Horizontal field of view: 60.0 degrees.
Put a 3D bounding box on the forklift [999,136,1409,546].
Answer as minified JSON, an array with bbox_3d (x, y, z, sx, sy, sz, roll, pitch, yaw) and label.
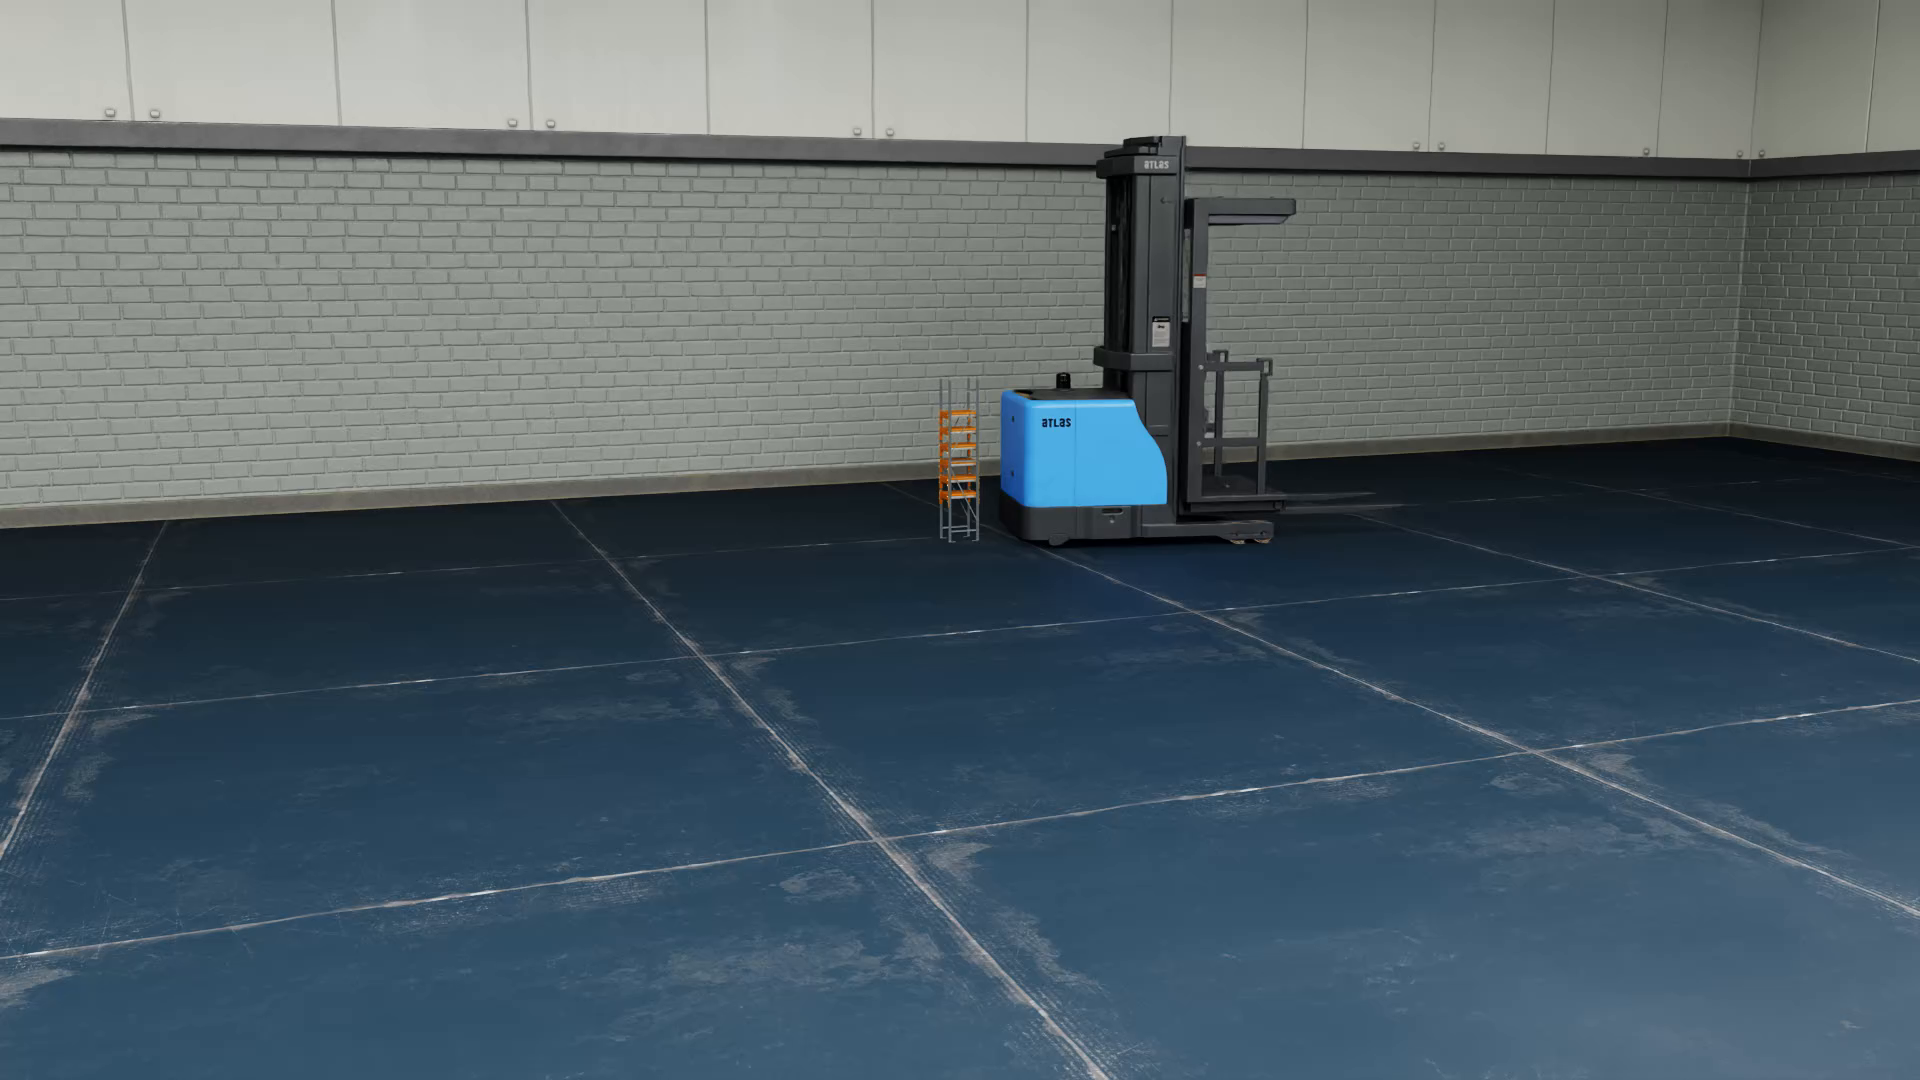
[{"bbox_3d":[1.868,-1.502,12.493,3.031,2.935,1.130,-2,10,-10],"label":"forklift"}]

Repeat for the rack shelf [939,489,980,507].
[{"bbox_3d":[-0.005,-0.313,12.378,0.258,0.103,0.180,-4,11,-21],"label":"rack shelf"}]

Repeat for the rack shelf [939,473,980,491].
[{"bbox_3d":[-0.005,-0.431,12.357,0.258,0.103,0.180,-4,11,-21],"label":"rack shelf"}]

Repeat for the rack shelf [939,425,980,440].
[{"bbox_3d":[-0.005,-0.786,12.294,0.258,0.103,0.180,-4,11,-21],"label":"rack shelf"}]

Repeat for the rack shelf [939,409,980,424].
[{"bbox_3d":[-0.005,-0.904,12.273,0.258,0.103,0.180,-4,11,-21],"label":"rack shelf"}]

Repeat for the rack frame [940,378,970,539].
[{"bbox_3d":[-0.038,-0.608,12.412,0.240,1.200,0.006,-4,11,-21],"label":"rack frame"}]

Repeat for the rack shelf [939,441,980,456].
[{"bbox_3d":[-0.005,-0.667,12.315,0.258,0.103,0.180,-4,11,-21],"label":"rack shelf"}]

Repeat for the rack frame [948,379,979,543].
[{"bbox_3d":[0.028,-0.578,12.244,0.240,1.200,0.006,-4,11,-21],"label":"rack frame"}]

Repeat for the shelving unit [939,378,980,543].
[{"bbox_3d":[-0.005,-0.593,12.328,0.258,1.200,0.189,-4,11,-21],"label":"shelving unit"}]

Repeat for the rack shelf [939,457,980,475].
[{"bbox_3d":[-0.005,-0.549,12.336,0.258,0.103,0.180,-4,11,-21],"label":"rack shelf"}]
